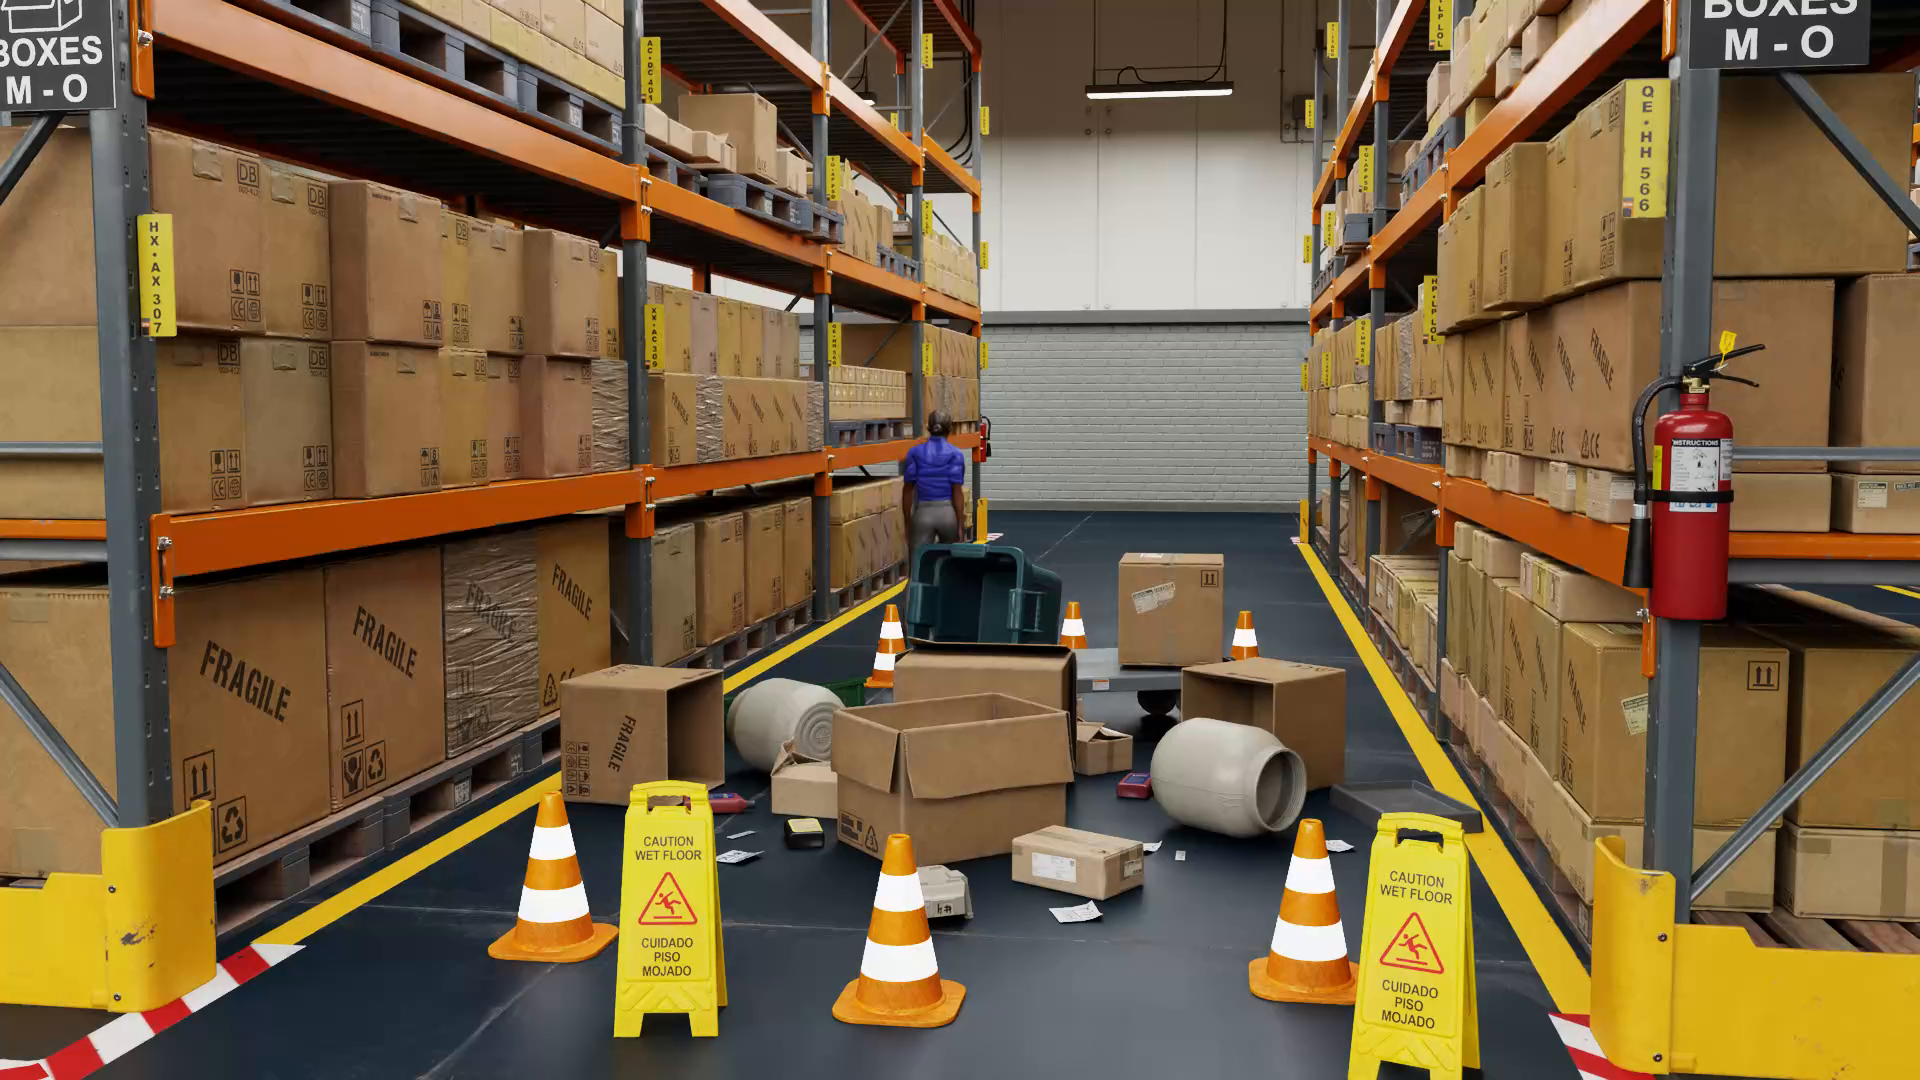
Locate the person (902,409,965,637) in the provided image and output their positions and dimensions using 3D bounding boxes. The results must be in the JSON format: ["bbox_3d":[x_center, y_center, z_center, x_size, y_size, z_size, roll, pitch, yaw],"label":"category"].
[{"bbox_3d":[-0.192,-0.106,11.474,0.448,1.599,1.056,1,5,9],"label":"person"}]
